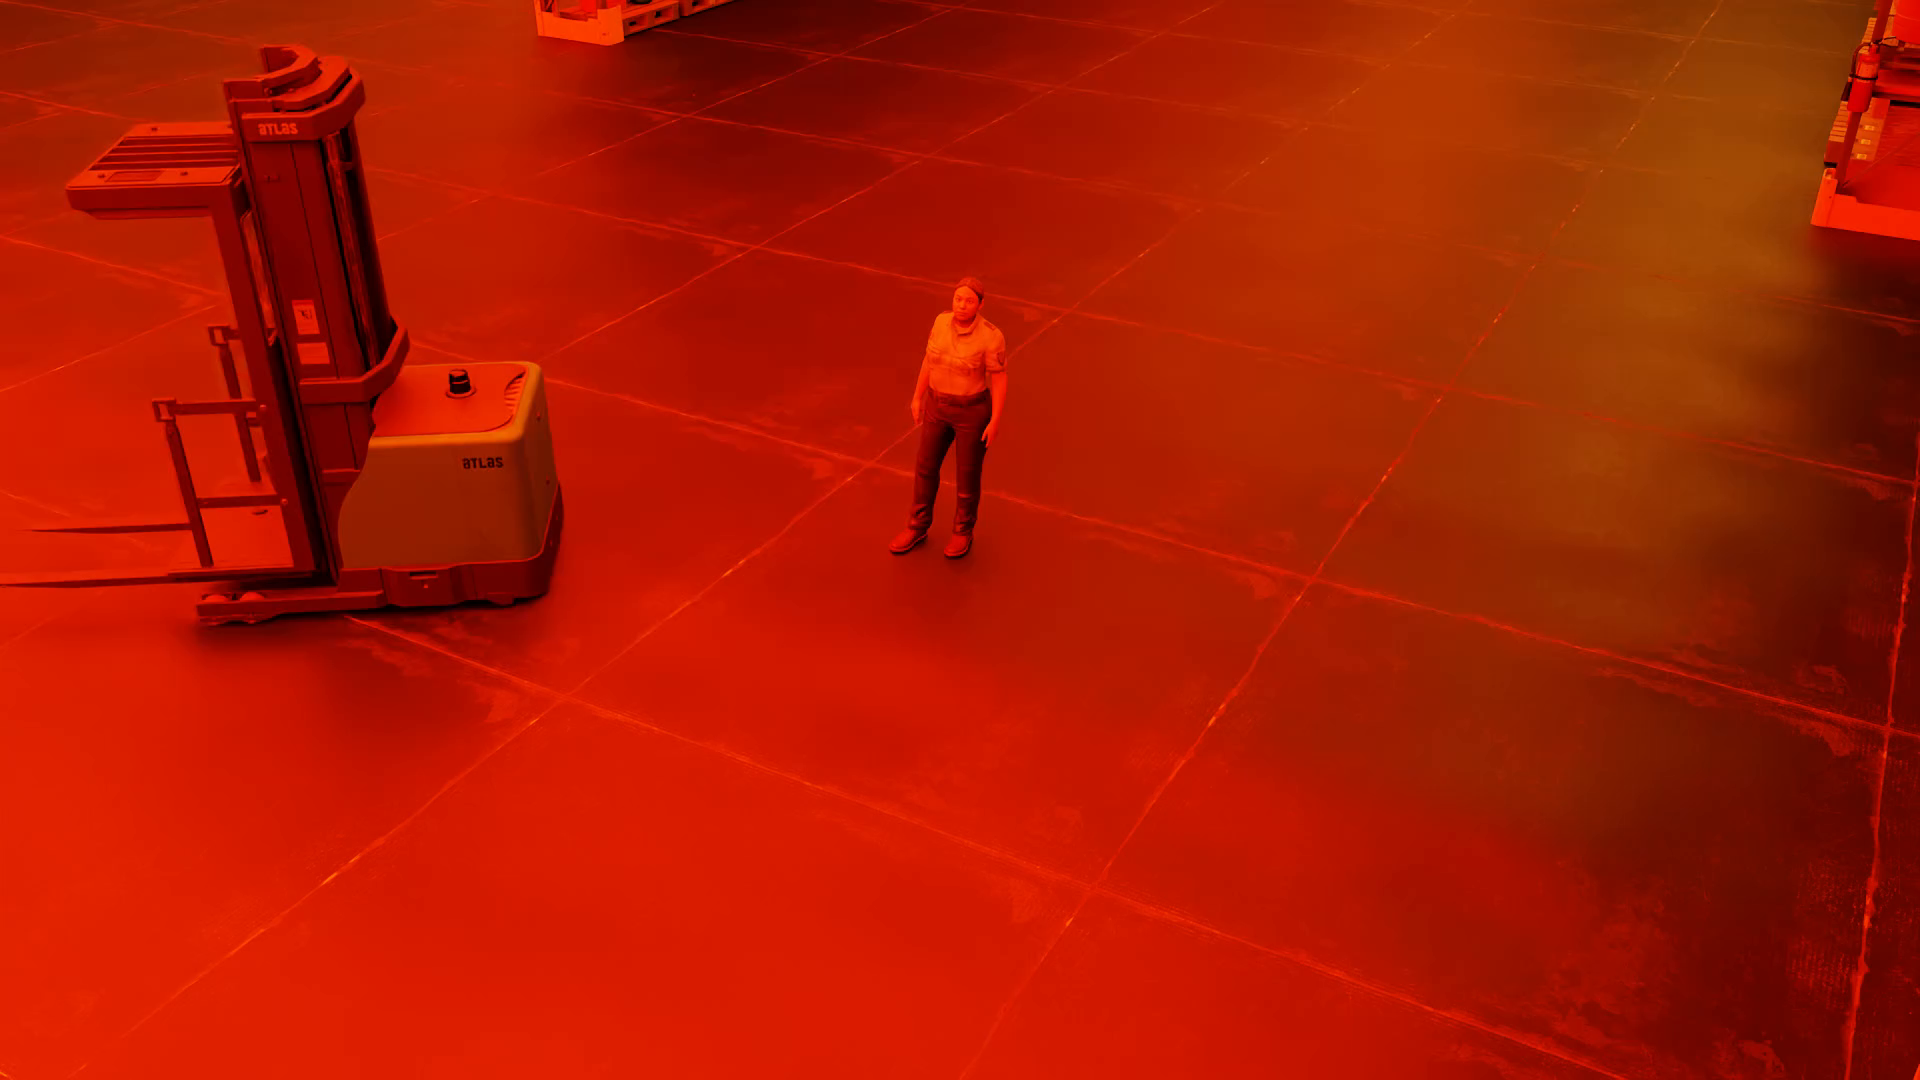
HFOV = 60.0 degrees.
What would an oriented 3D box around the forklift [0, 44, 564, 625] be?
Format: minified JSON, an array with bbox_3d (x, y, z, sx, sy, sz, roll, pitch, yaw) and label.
[{"bbox_3d":[-3.875,-1.077,8.936,3.031,2.935,1.130,-3,30,-5],"label":"forklift"}]

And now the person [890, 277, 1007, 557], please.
[{"bbox_3d":[-0.063,-0.686,9.529,0.599,1.650,0.503,15,33,25],"label":"person"}]
